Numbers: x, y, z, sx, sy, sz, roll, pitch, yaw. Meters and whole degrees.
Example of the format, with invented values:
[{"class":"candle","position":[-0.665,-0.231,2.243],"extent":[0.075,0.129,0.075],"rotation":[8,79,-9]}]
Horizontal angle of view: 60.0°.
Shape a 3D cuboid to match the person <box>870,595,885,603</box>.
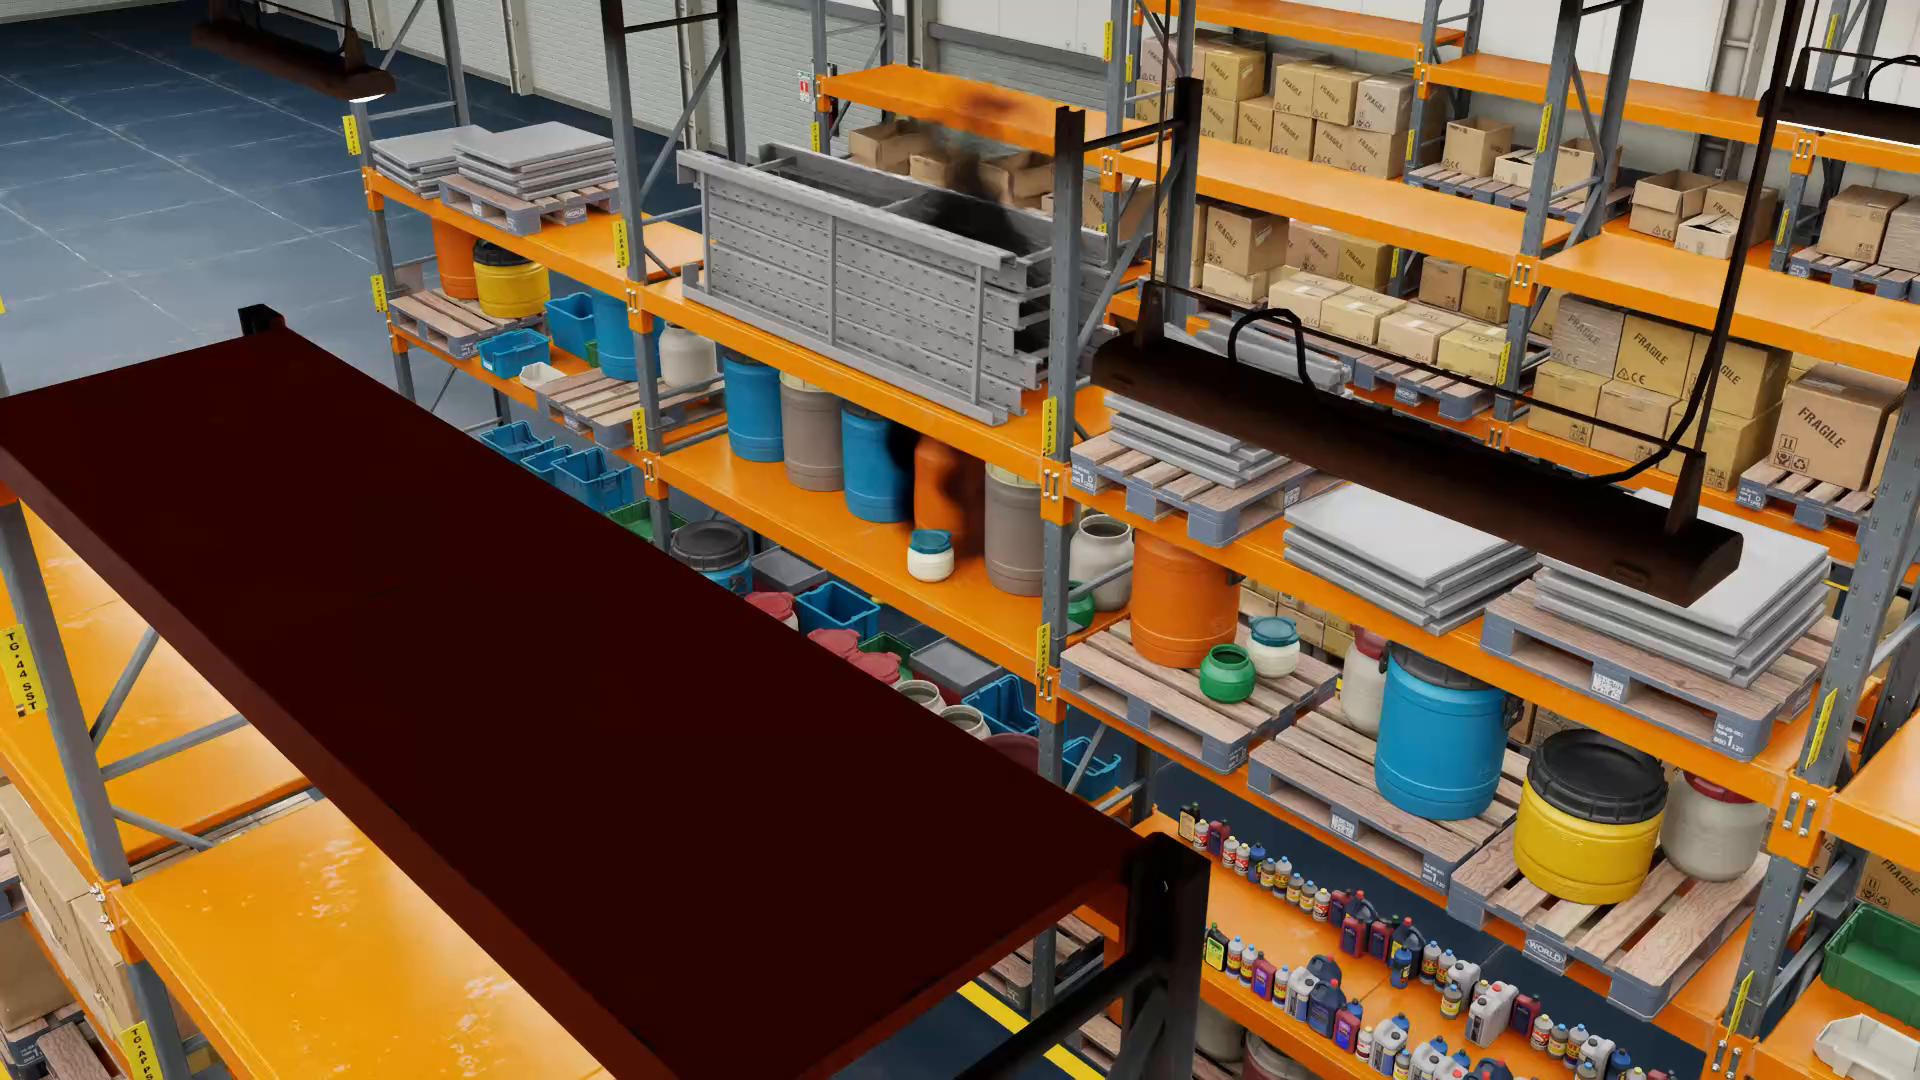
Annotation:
[{"class":"person","position":[-0.936,-0.205,15.573],"extent":[0.839,1.578,0.735],"rotation":[8,29,14]}]
